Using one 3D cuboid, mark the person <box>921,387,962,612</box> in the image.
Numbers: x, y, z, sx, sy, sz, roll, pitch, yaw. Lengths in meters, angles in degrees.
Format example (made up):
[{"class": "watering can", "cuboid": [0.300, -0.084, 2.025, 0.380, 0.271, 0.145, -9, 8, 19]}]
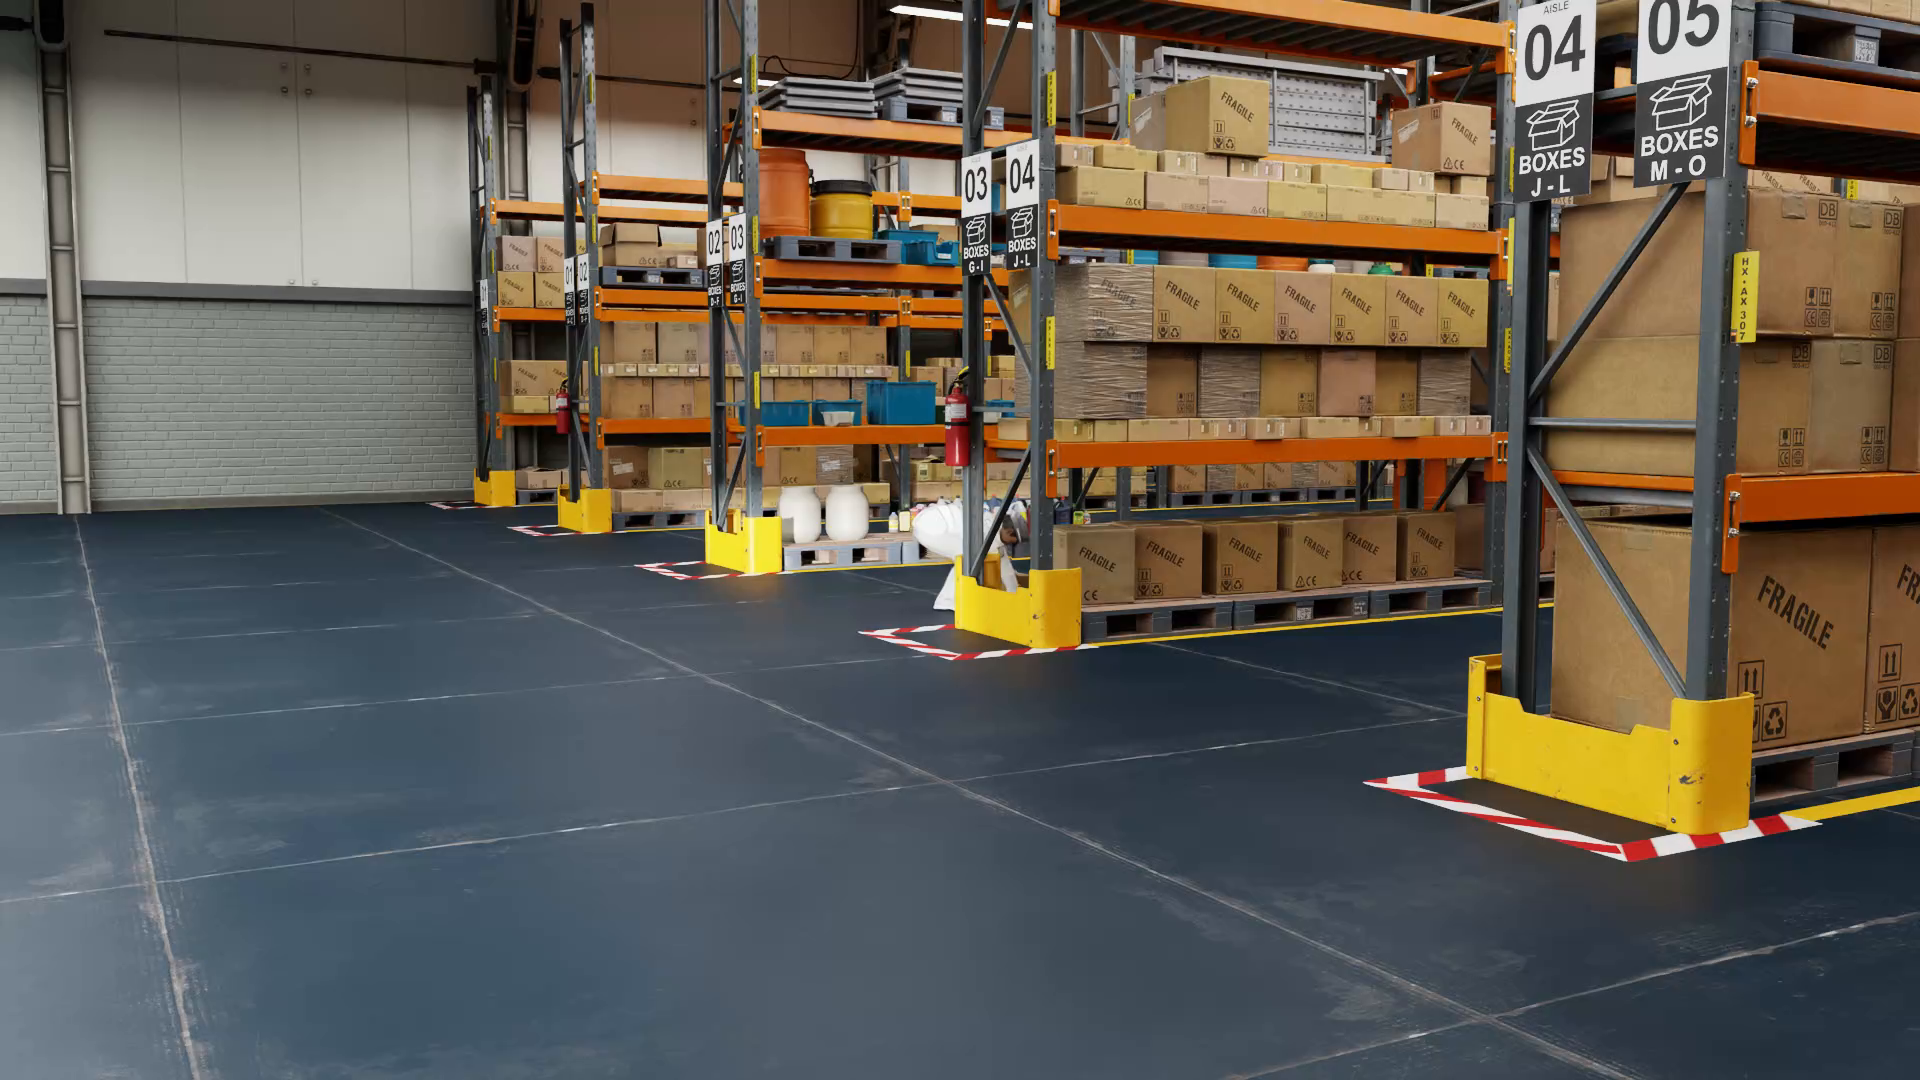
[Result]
[{"class": "person", "cuboid": [-0.079, -0.313, 12.477, 0.415, 1.662, 0.536, -1, 5, -11]}]
